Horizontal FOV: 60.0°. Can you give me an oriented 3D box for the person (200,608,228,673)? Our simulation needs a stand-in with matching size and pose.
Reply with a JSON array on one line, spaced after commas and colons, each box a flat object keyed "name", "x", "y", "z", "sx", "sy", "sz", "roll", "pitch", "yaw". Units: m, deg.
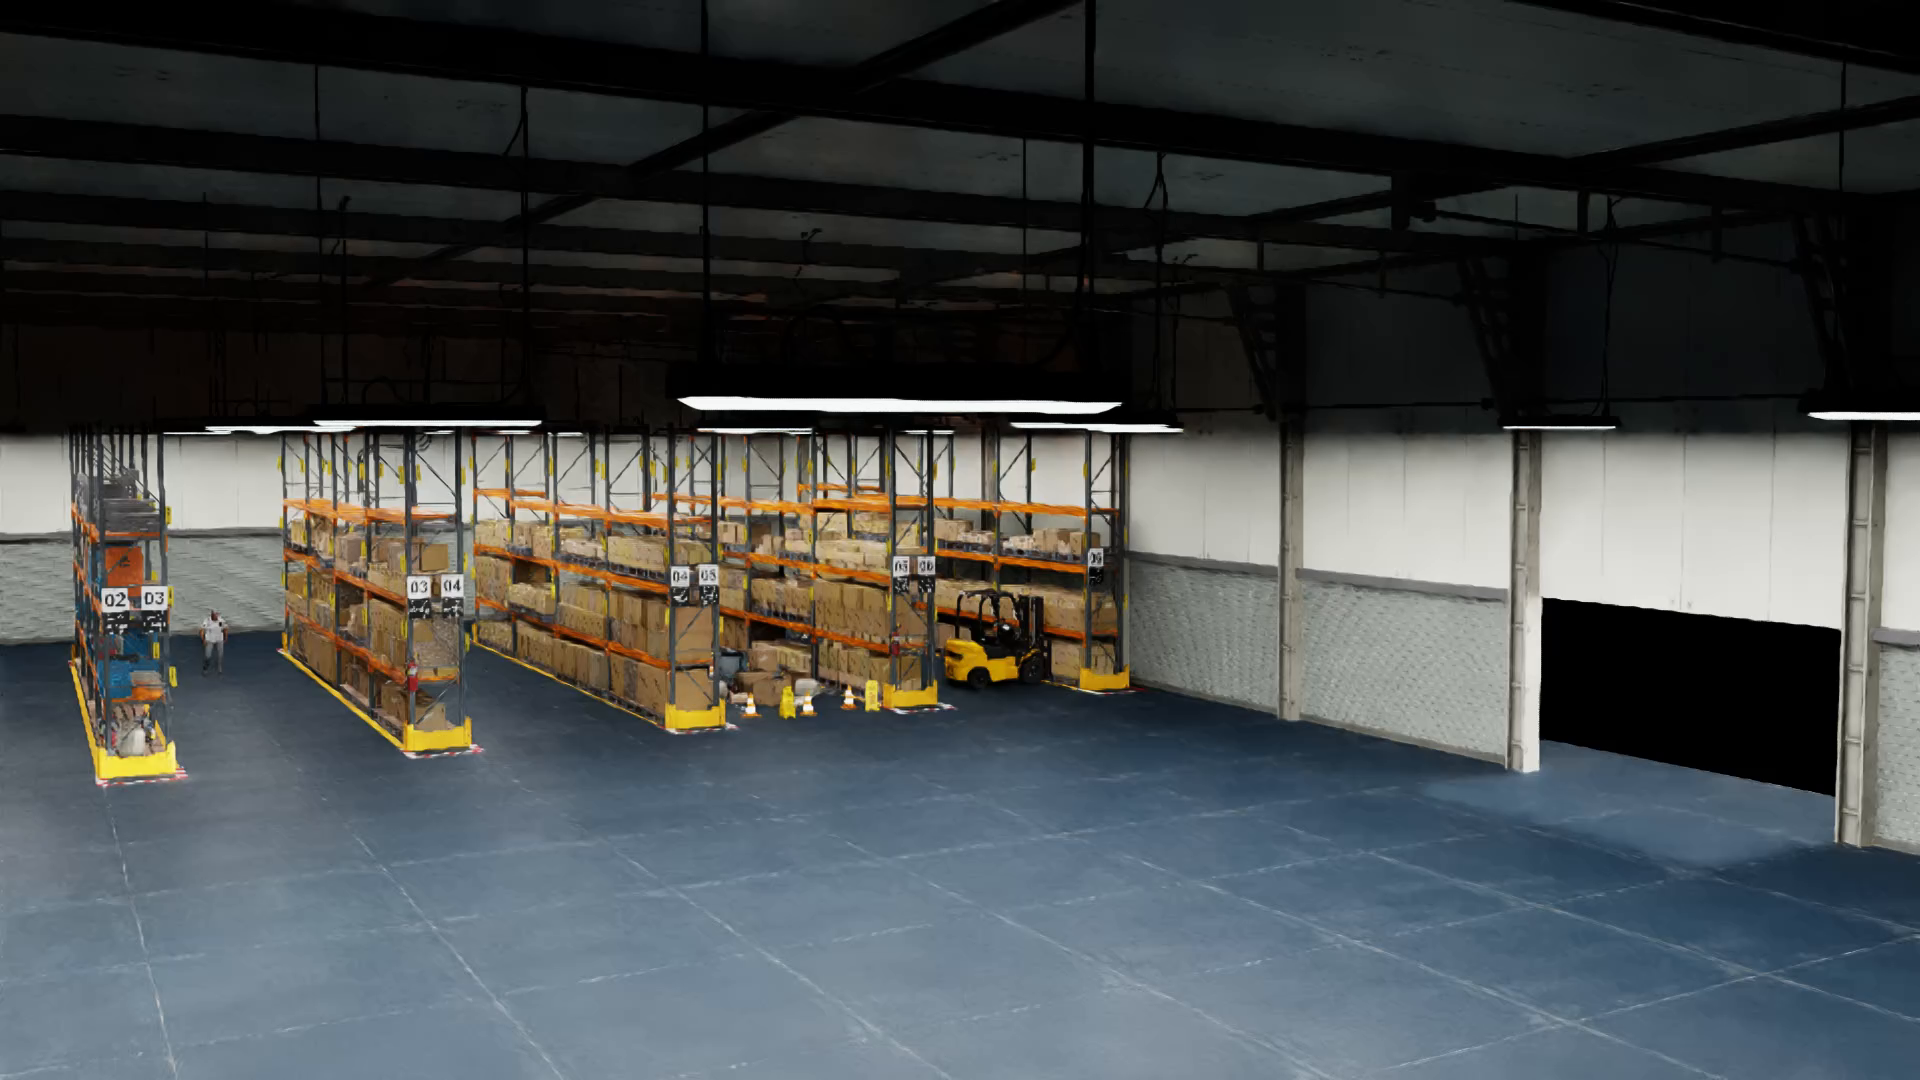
[{"name": "person", "x": -18.048, "y": 2.440, "z": 40.248, "sx": 0.625, "sy": 1.611, "sz": 0.582, "roll": -2, "pitch": 4, "yaw": -32}]

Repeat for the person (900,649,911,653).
[{"name": "person", "x": -1.479, "y": 2.272, "z": 41.467, "sx": 0.586, "sy": 1.748, "sz": 0.653, "roll": 0, "pitch": 4, "yaw": -1}]

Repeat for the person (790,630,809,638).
[{"name": "person", "x": -4.582, "y": 1.990, "z": 47.333, "sx": 0.532, "sy": 1.588, "sz": 0.534, "roll": 0, "pitch": 4, "yaw": -8}]
